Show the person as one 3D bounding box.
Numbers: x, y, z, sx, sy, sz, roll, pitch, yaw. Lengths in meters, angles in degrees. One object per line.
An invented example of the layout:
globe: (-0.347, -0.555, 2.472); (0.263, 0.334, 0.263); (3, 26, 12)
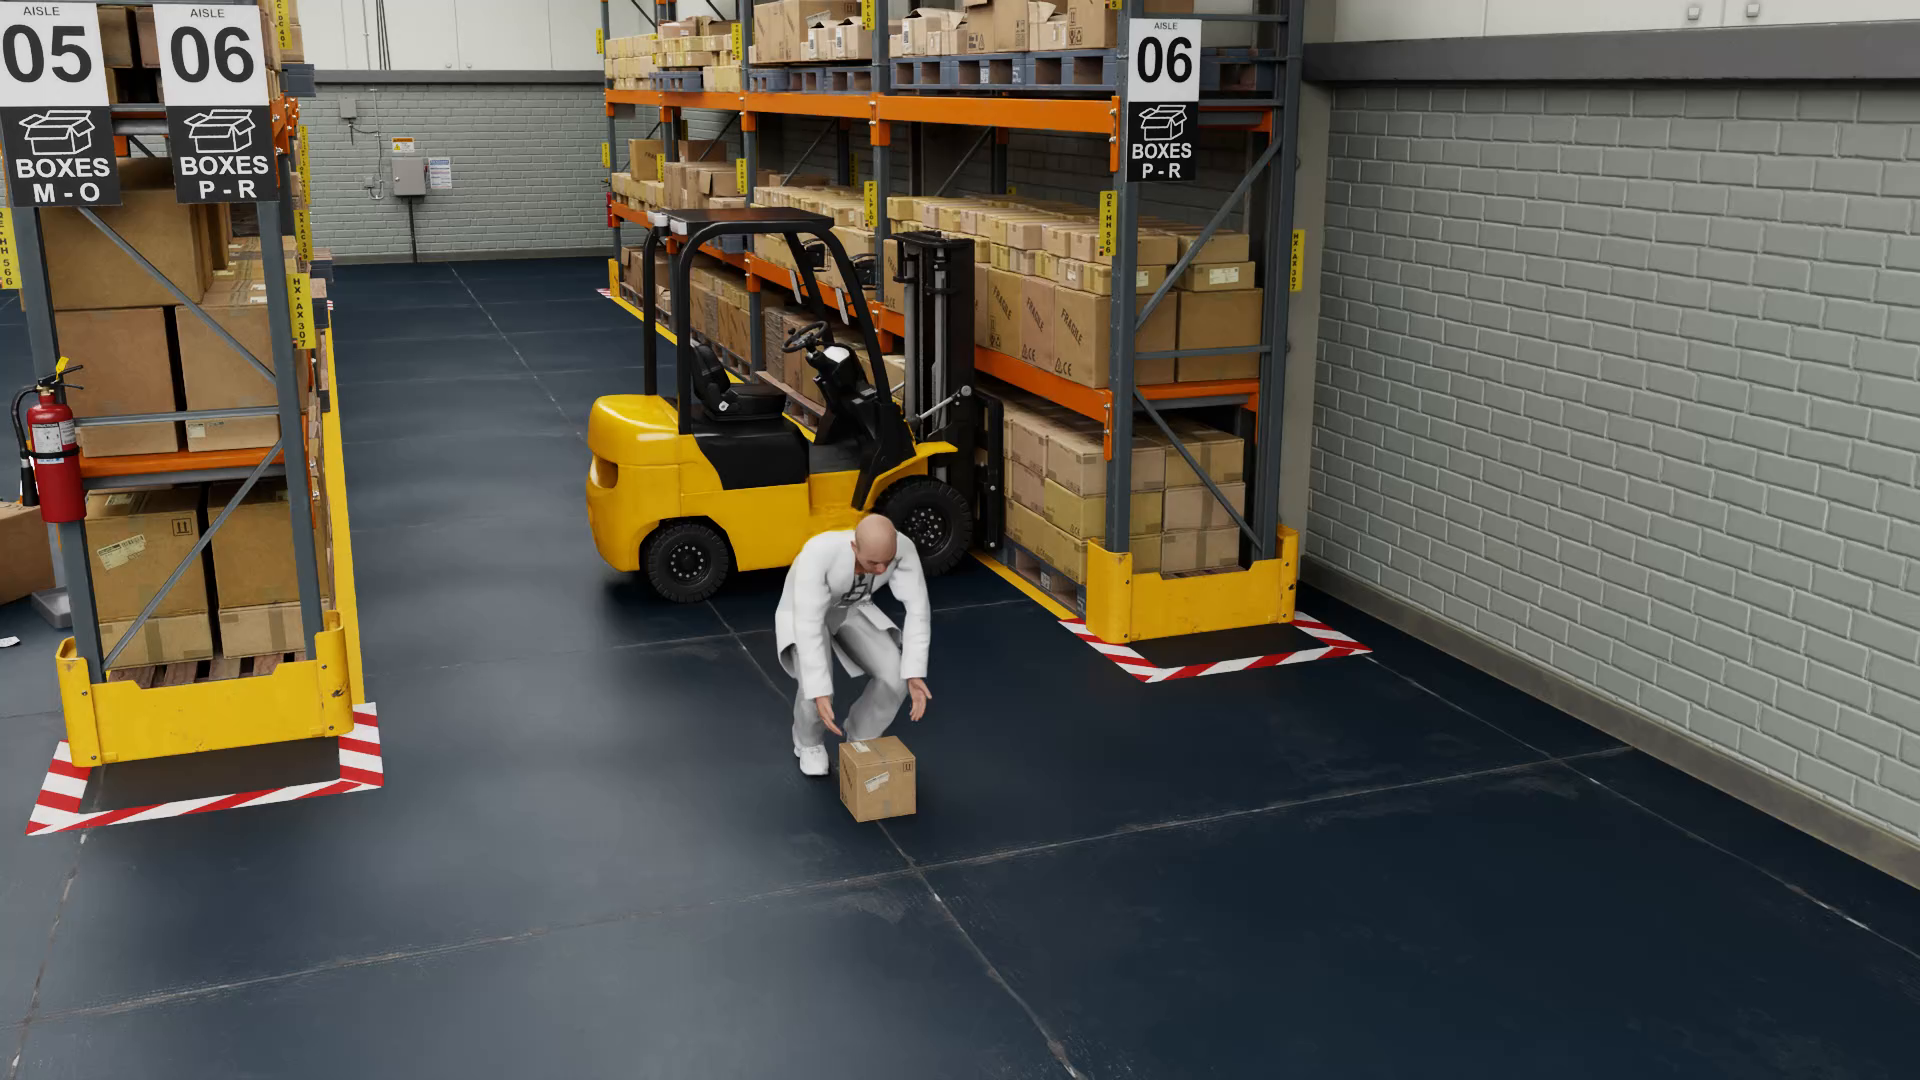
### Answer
person: (-0.473, 0.411, 7.142); (0.628, 1.204, 0.817); (-6, 16, -20)
